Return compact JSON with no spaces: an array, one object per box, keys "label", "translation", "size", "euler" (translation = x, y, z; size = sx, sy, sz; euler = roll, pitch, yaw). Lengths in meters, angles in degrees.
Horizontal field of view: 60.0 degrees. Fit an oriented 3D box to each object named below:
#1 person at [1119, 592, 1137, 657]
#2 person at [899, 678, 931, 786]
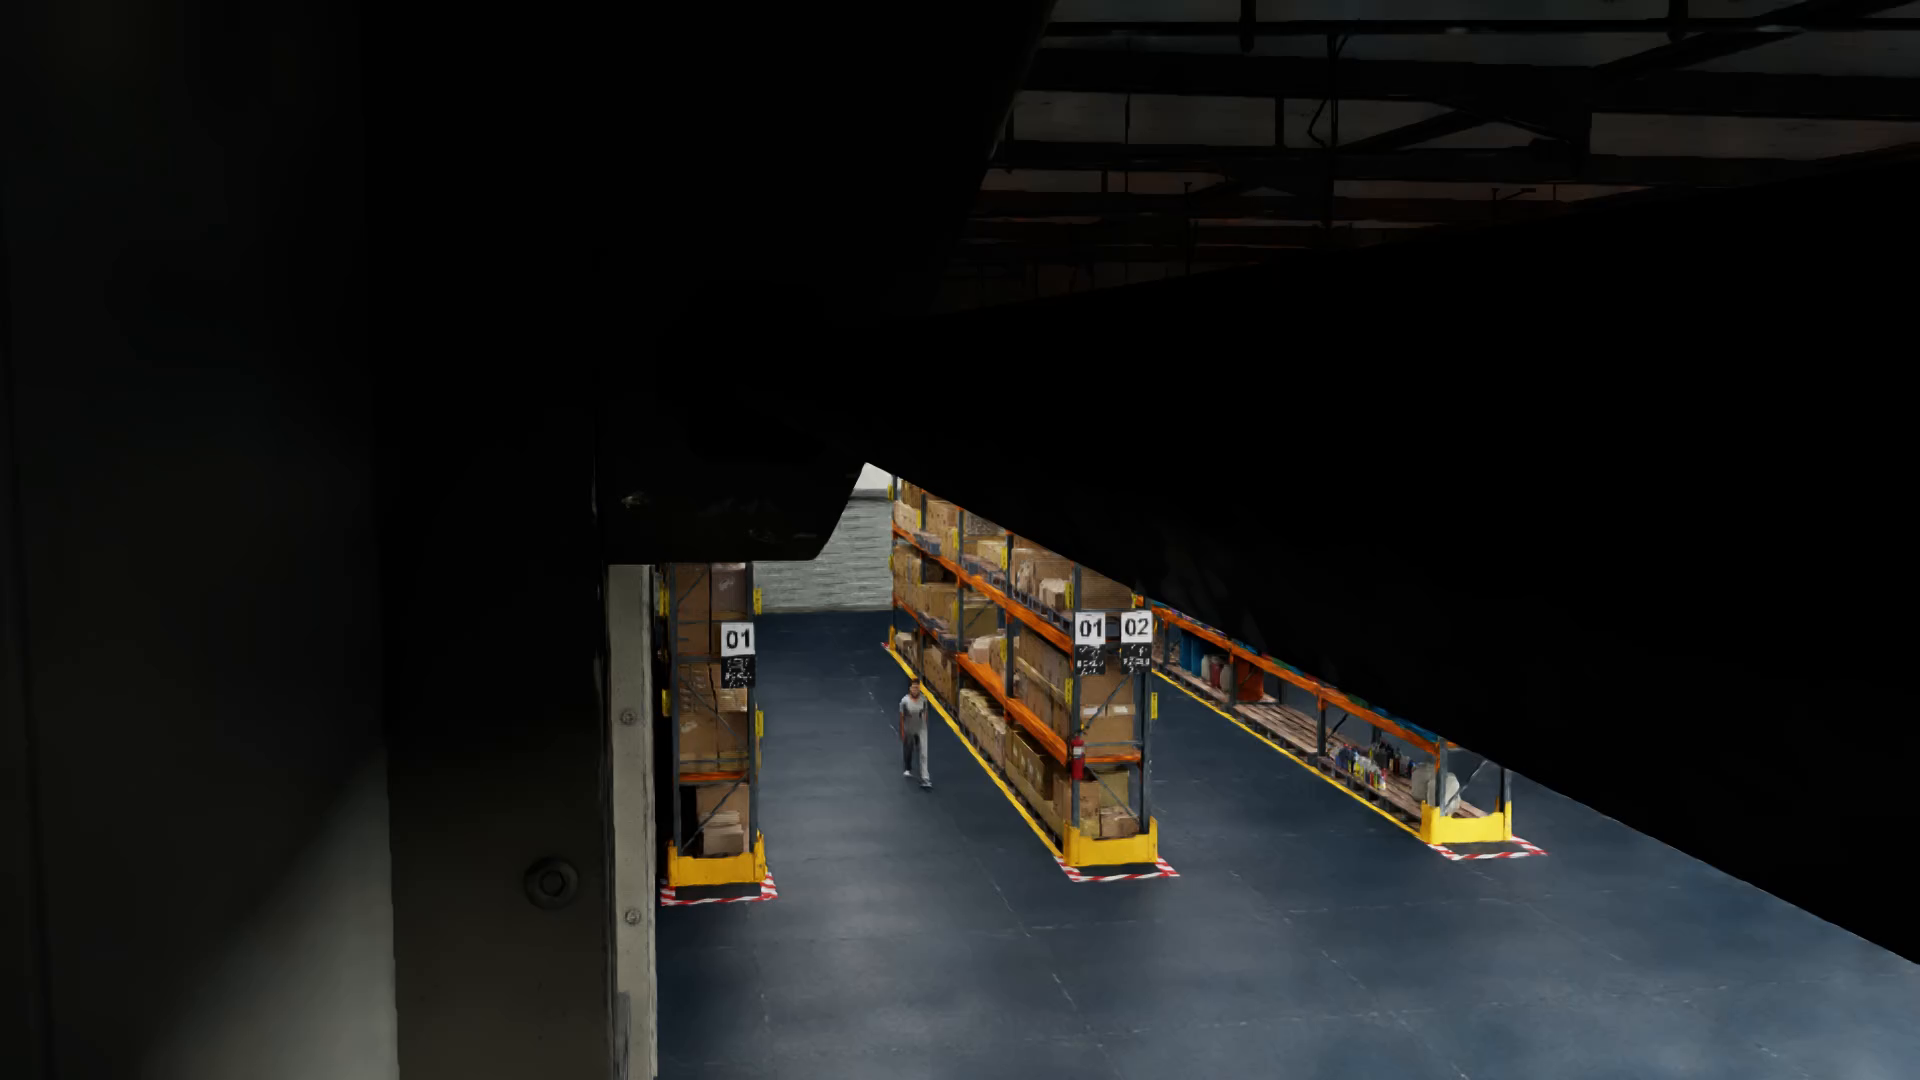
[{"label":"person","translation":[3.487,1.668,34.903],"size":[0.591,1.763,0.685],"euler":[1,6,11]},{"label":"person","translation":[-0.692,2.838,24.878],"size":[0.446,1.590,1.110],"euler":[-1,6,-8]}]
